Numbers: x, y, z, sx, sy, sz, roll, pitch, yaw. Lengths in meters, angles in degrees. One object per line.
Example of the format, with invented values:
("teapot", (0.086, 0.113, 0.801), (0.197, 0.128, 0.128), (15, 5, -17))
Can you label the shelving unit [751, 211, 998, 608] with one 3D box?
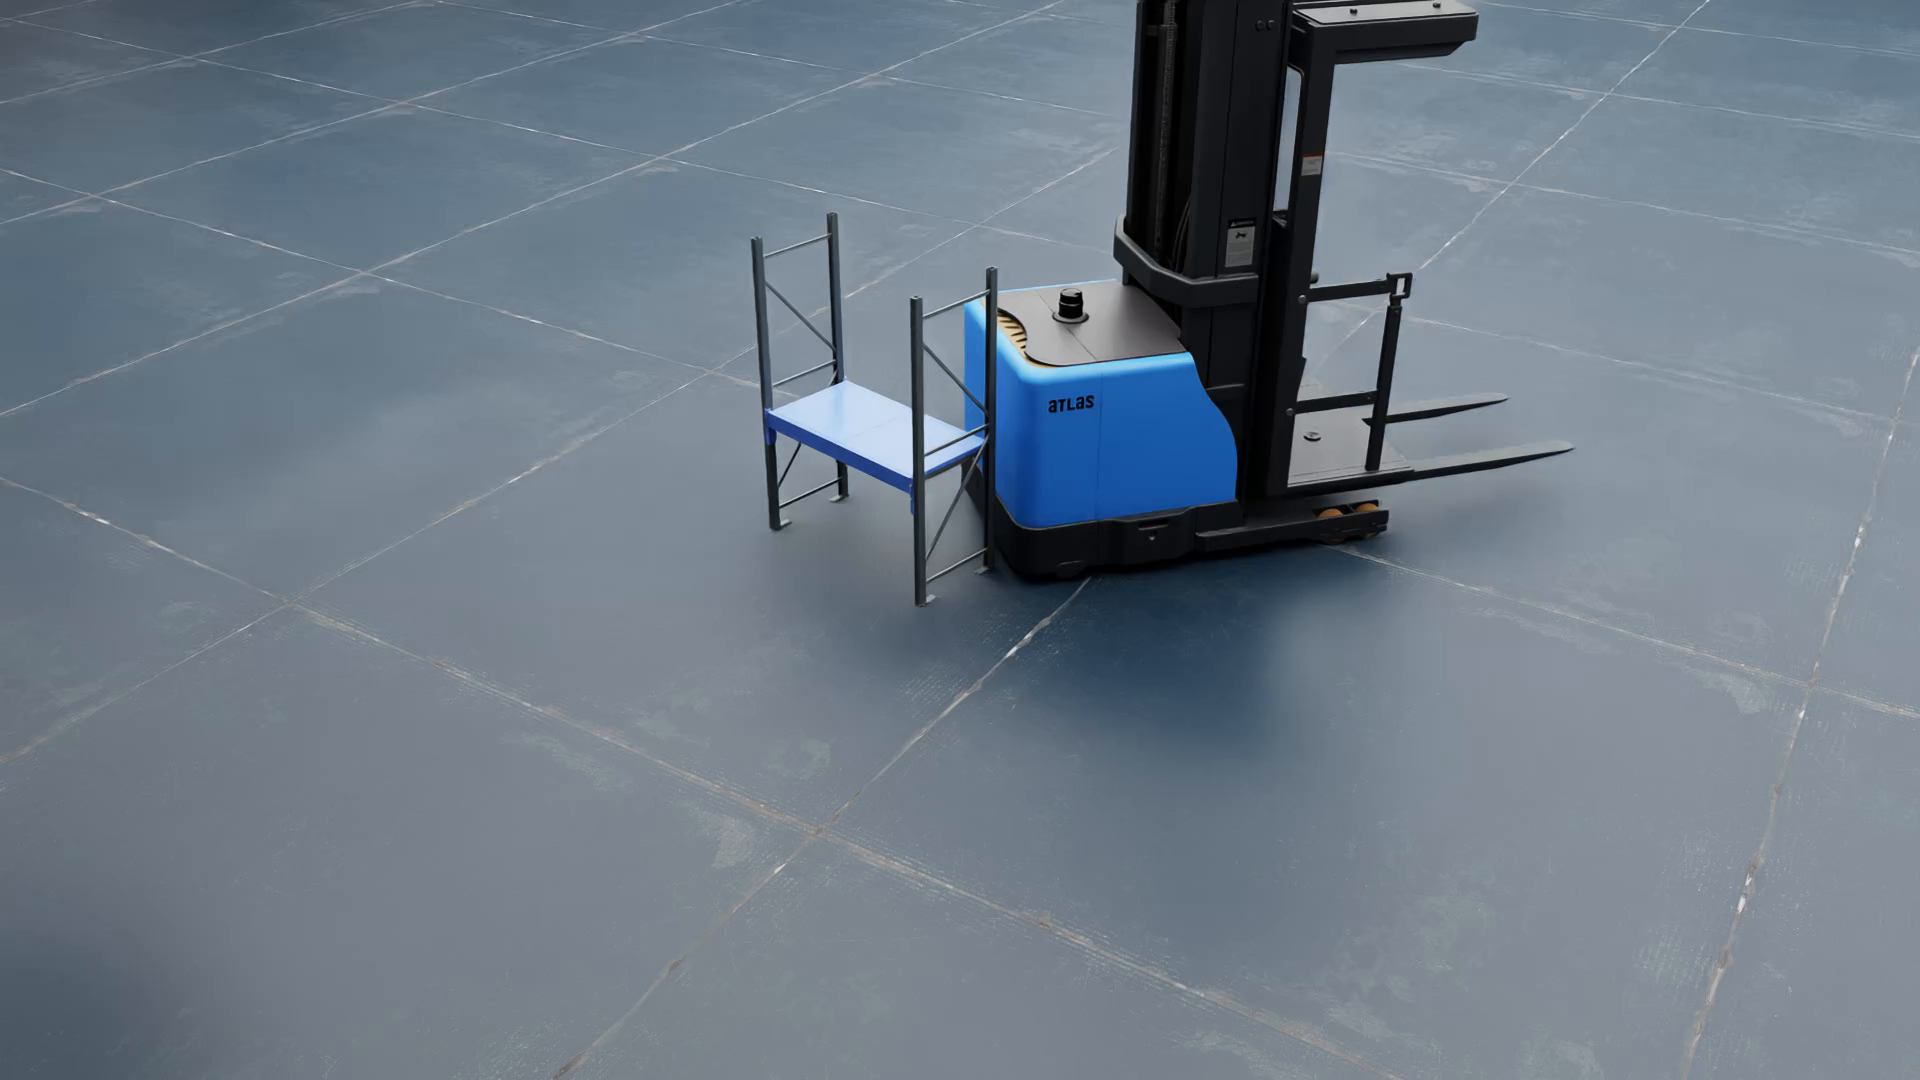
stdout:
("shelving unit", (-0.387, -0.613, 7.665), (1.048, 1.500, 0.538), (26, 39, 37))

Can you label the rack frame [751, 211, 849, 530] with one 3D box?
("rack frame", (-0.753, -0.791, 7.970), (0.032, 1.500, 0.500), (26, 39, 37))

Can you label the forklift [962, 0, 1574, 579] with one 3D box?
("forklift", (1.583, -1.495, 7.756), (3.031, 2.935, 1.130), (-8, 31, -14))

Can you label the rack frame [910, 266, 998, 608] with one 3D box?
("rack frame", (-0.022, -0.435, 7.360), (0.032, 1.500, 0.500), (26, 39, 37))

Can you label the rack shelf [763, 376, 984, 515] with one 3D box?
("rack shelf", (-0.387, -0.457, 7.755), (1.000, 0.185, 0.538), (26, 39, 37))
